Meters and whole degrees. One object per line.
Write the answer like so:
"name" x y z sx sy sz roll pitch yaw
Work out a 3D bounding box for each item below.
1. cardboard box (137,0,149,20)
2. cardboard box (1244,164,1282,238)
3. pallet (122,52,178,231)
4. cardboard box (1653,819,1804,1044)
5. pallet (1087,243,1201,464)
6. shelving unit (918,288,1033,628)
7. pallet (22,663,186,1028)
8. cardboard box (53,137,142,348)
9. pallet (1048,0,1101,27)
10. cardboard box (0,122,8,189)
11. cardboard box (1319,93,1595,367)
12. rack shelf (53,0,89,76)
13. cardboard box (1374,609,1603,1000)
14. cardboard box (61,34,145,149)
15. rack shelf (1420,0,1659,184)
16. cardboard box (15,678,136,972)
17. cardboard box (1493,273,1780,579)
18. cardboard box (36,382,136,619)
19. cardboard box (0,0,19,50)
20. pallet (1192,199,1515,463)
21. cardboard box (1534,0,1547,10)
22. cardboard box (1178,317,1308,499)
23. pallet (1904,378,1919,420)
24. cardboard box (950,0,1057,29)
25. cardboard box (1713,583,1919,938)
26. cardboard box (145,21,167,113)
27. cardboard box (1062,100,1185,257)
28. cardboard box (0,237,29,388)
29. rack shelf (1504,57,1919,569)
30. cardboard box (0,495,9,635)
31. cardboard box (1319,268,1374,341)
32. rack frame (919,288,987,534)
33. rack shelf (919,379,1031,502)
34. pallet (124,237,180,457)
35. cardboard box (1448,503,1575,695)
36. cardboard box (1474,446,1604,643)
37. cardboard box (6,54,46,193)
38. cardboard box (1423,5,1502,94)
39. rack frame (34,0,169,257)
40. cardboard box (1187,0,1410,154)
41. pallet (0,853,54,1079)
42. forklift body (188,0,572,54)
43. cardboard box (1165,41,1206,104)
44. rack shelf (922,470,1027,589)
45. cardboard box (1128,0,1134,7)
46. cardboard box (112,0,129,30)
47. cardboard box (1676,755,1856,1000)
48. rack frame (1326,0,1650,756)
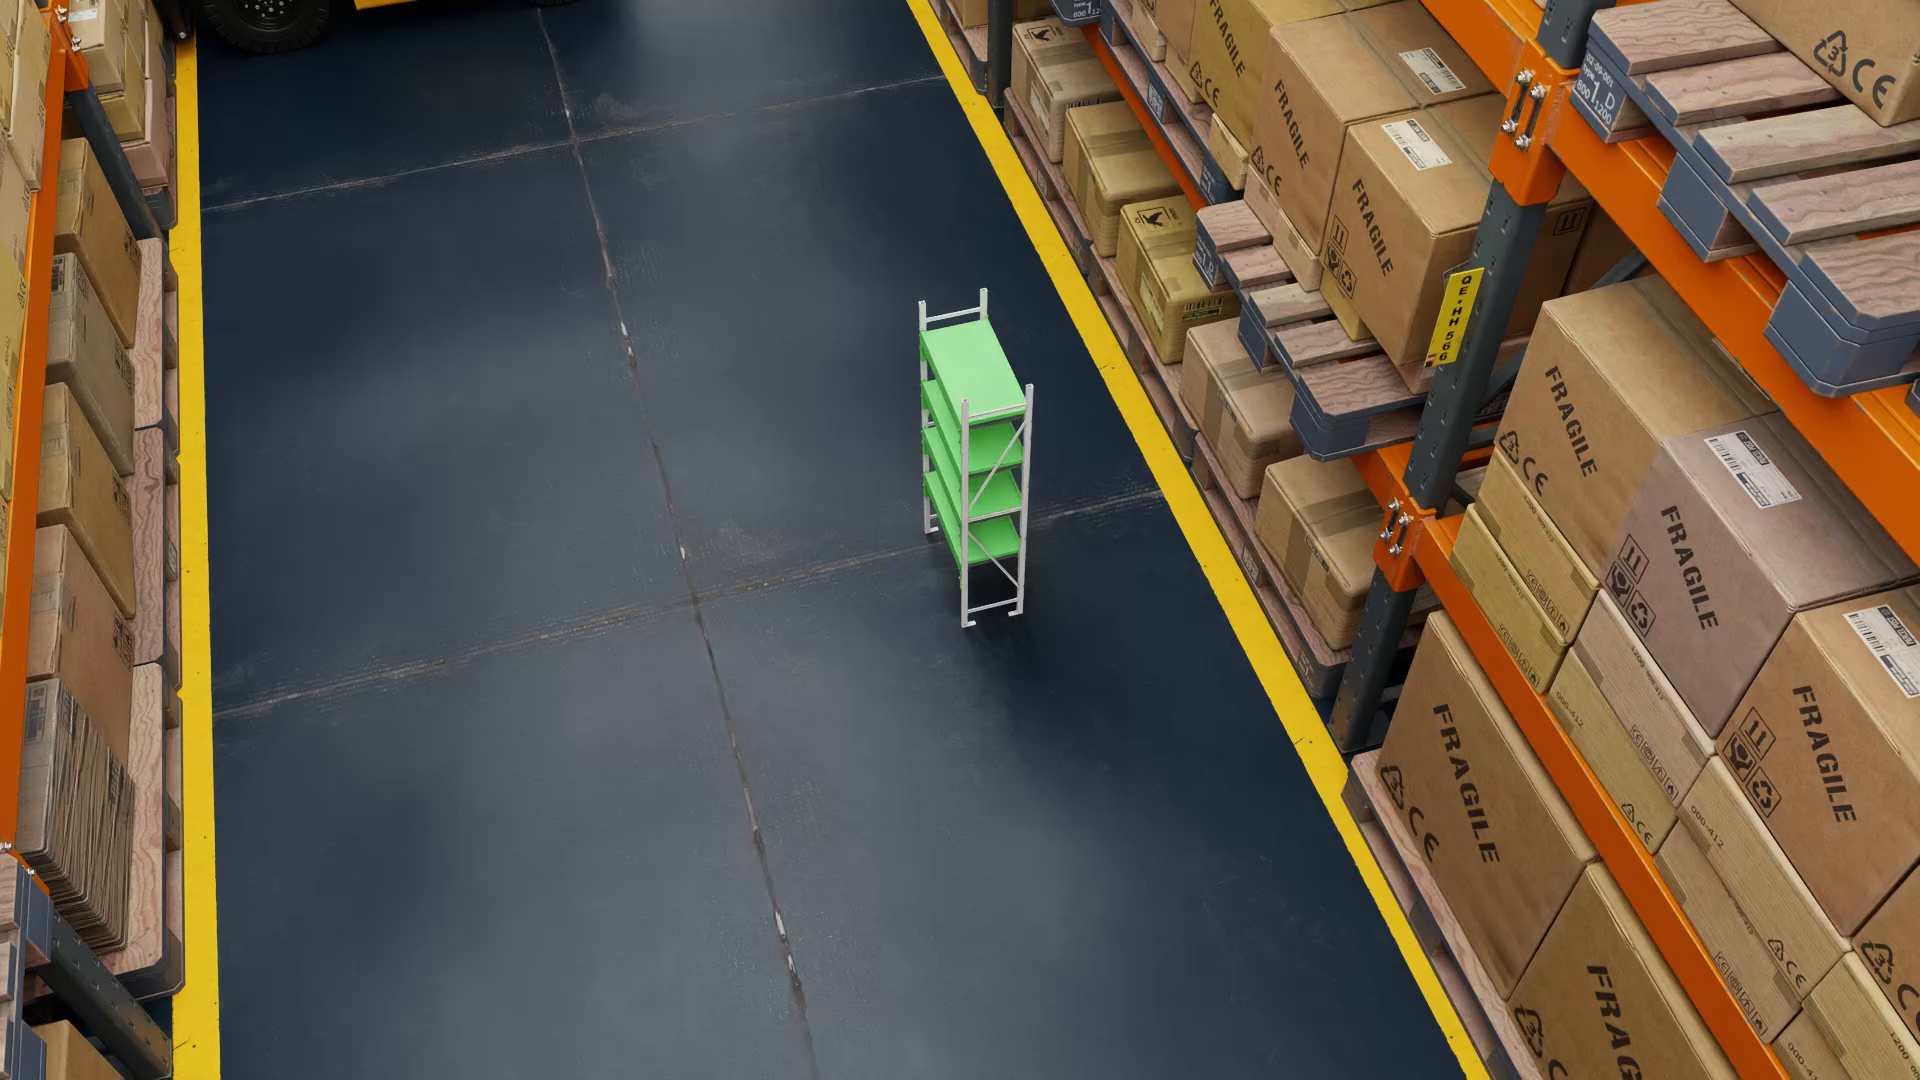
"cardboard box" -4.248 -2.728 8.075 0.500 0.250 0.500 -14 51 -11
"cardboard box" 1.158 -1.141 5.429 0.380 0.149 0.250 -16 52 -13
"pallet" -4.306 -1.849 7.961 1.003 0.211 1.213 -13 51 -11
"cardboard box" 2.035 0.857 3.954 0.500 0.250 0.500 -12 51 -10
"pallet" 1.225 -0.923 7.180 1.003 0.211 1.213 -13 51 -11
"shelving unit" 0.049 -0.266 5.979 0.258 1.200 0.503 -13 51 -11
"pallet" -3.134 1.052 5.515 1.003 0.211 1.213 -13 51 -11
"cardboard box" -3.946 -1.149 6.825 0.875 0.625 0.625 -11 51 -9
"pallet" 0.716 -2.630 6.920 1.003 0.211 1.213 -13 51 -11
"cardboard box" -3.417 -1.221 5.378 0.500 0.250 0.500 -12 51 -10
"cardboard box" 1.412 -0.894 4.797 0.500 0.500 0.500 -15 51 -12
"rack shelf" -4.703 -3.387 7.903 1.077 0.370 4.000 -13 51 -11
"cardboard box" 1.937 0.711 5.093 0.875 0.875 0.875 -14 51 -11
"cardboard box" -3.959 -1.991 7.453 0.500 0.250 0.500 -14 51 -11
"rack shelf" 1.221 -2.557 5.242 1.077 0.370 4.000 -13 51 -11
"cardboard box" -3.100 0.935 5.068 0.875 0.625 0.625 -12 51 -10
"cardboard box" 1.725 -0.300 4.112 0.500 0.500 0.500 -15 51 -12
"cardboard box" -3.500 -0.032 5.883 0.875 0.625 0.625 -15 52 -12
"cardboard box" -3.722 -1.970 6.010 0.500 0.250 0.500 -14 51 -12
"pallet" 1.500 -0.796 5.374 1.213 0.211 1.003 -13 51 -11
"cardboard box" 1.519 -1.430 3.986 0.380 0.149 0.250 -13 51 -11
"cardboard box" 1.429 -0.602 6.529 0.950 0.372 0.625 -14 51 -12
"pallet" 2.387 0.007 2.734 1.003 0.211 1.213 -11 51 -9
"cardboard box" 0.198 -2.903 8.549 0.500 0.250 0.500 -11 51 -9
"cardboard box" 2.019 0.441 3.487 0.500 0.500 0.500 -12 51 -10
"cardboard box" -4.103 -2.203 7.958 0.500 0.250 0.500 -14 51 -12
"cardboard box" 1.003 -1.664 7.425 0.950 0.372 0.625 -10 51 -9
"cardboard box" -3.281 -0.690 5.257 0.500 0.250 0.500 -12 51 -10
"rack shelf" 2.404 0.364 2.779 1.077 0.370 4.000 -13 51 -11
"cardboard box" -2.970 0.064 4.622 0.500 0.250 0.500 -14 51 -12
"cardboard box" 1.342 -0.782 5.126 0.380 0.149 0.250 -13 51 -10
"rack frame" -0.023 -0.444 6.129 0.240 1.200 0.015 -13 51 -11
"rack shelf" 0.049 -0.379 5.844 0.258 0.148 0.480 -13 51 -11
"pallet" -3.856 -0.730 7.017 1.003 0.211 1.213 -13 51 -11
"cardboard box" 1.717 0.101 4.591 0.500 0.250 0.500 -14 51 -12
"cardboard box" 1.726 -0.048 4.390 0.500 0.250 0.500 -14 51 -11
"cardboard box" -3.558 -1.435 5.885 0.500 0.250 0.500 -14 51 -11
"cardboard box" 1.739 -1.385 5.211 0.500 0.500 0.500 -11 51 -9
"rack frame" -4.111 -2.158 6.397 1.000 3.000 0.127 -13 51 -11
"cardboard box" 1.099 -1.638 5.424 0.500 0.500 0.500 -16 52 -13
"pallet" -2.661 1.305 3.603 1.213 0.211 1.003 -13 51 -11
"forklift body" -2.991 -3.833 8.365 2.313 2.155 1.214 -13 51 -11
"cardboard box" 0.957 -1.716 5.914 0.380 0.149 0.250 -15 51 -12
"rack shelf" 0.049 -0.070 6.211 0.258 0.148 0.480 -13 51 -11
"cardboard box" 0.821 -2.110 6.246 0.380 0.149 0.250 -13 51 -11
"cardboard box" -4.096 -2.529 7.580 0.500 0.250 0.500 -13 51 -11
"cardboard box" 2.014 0.696 3.762 0.500 0.250 0.500 -13 51 -11
"rack frame" 1.812 -0.361 4.882 1.000 3.000 0.127 -13 51 -11
